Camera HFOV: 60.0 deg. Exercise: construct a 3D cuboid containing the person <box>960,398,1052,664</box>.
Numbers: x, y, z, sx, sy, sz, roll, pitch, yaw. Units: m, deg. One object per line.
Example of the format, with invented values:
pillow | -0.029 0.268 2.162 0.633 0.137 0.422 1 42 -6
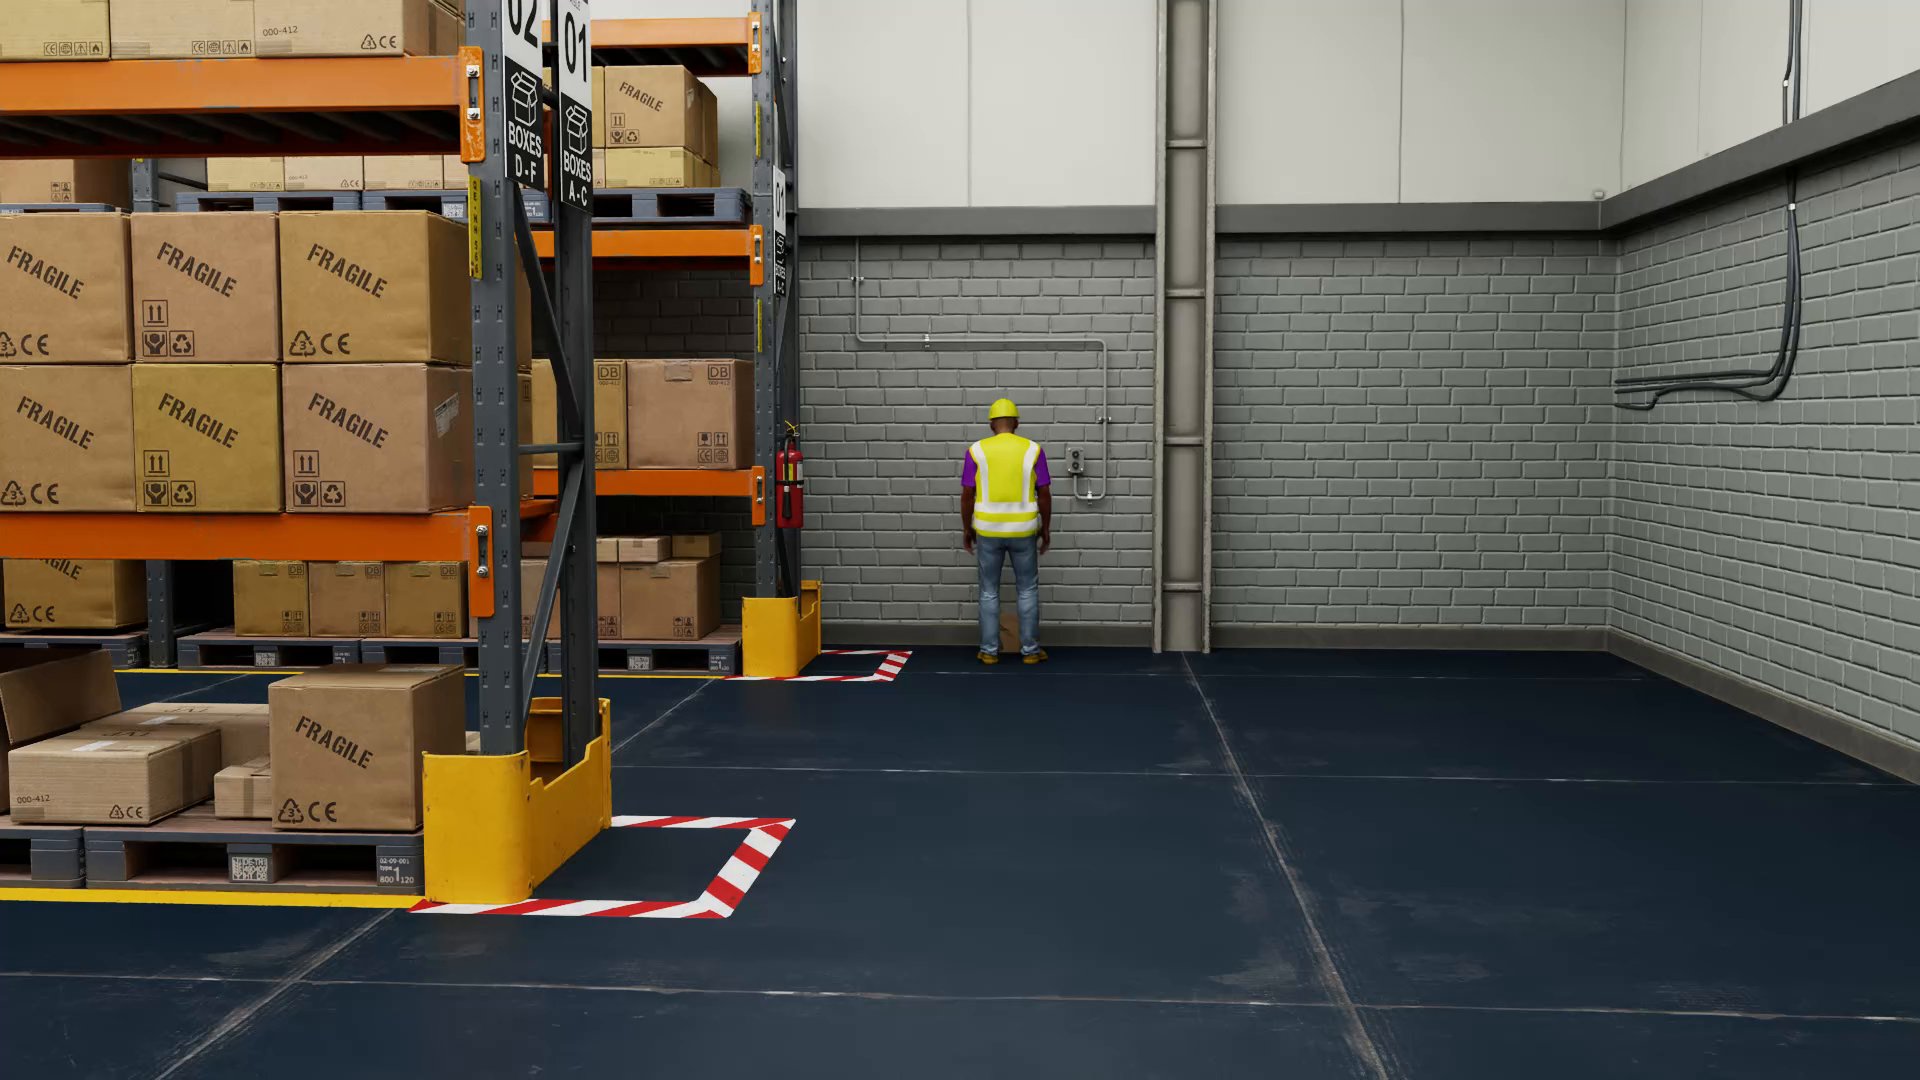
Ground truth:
person | 0.307 -0.059 11.088 0.606 1.758 0.449 0 4 2
